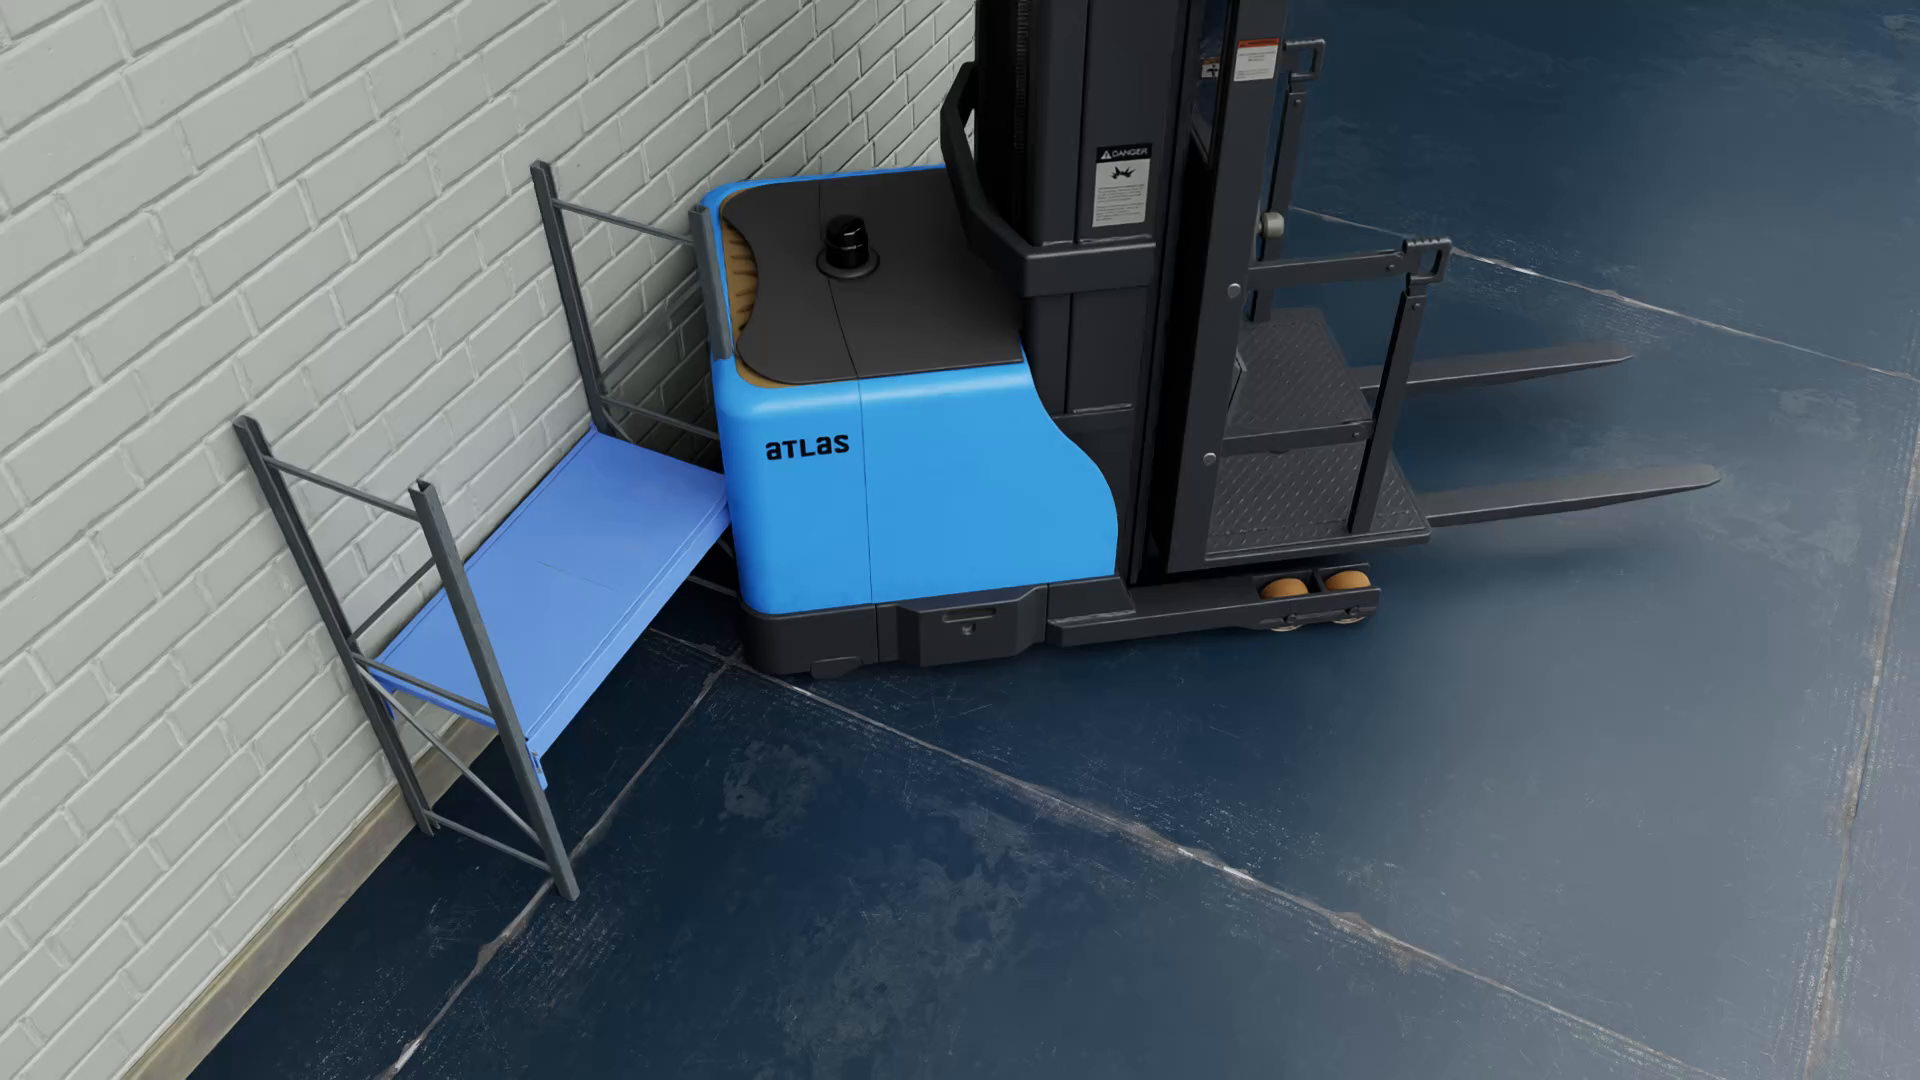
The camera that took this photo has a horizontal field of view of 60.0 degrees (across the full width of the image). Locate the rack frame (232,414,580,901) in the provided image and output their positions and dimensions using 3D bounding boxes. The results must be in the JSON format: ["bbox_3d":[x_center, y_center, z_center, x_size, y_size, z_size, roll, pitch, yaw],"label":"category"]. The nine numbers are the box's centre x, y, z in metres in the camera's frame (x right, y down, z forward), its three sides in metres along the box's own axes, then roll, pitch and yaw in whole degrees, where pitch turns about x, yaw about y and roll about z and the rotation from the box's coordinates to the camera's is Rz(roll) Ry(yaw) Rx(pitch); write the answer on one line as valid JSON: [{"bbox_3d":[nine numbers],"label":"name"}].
[{"bbox_3d":[-1.243,0.344,3.880,0.500,1.500,0.032,19,50,19],"label":"rack frame"}]

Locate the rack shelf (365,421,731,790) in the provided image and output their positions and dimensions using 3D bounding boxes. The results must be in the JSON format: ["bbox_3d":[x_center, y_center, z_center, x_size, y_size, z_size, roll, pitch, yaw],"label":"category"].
[{"bbox_3d":[-1.013,0.135,4.321,0.538,0.185,1.000,19,50,19],"label":"rack shelf"}]

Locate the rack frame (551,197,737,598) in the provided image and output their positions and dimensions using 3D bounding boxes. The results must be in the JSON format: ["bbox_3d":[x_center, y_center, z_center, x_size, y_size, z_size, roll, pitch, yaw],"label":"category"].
[{"bbox_3d":[-0.796,-0.324,4.503,0.475,1.308,0.013,19,50,19],"label":"rack frame"}]

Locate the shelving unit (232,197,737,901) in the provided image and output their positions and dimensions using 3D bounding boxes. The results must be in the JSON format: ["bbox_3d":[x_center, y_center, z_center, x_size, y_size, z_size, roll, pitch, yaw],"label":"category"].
[{"bbox_3d":[-1.021,0.013,4.188,0.538,1.500,1.039,19,50,19],"label":"shelving unit"}]

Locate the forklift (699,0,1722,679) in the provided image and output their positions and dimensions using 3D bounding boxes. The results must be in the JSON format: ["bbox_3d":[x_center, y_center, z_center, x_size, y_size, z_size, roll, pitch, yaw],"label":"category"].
[{"bbox_3d":[0.802,-1.123,4.299,3.031,2.935,1.130,-7,46,-6],"label":"forklift"}]
